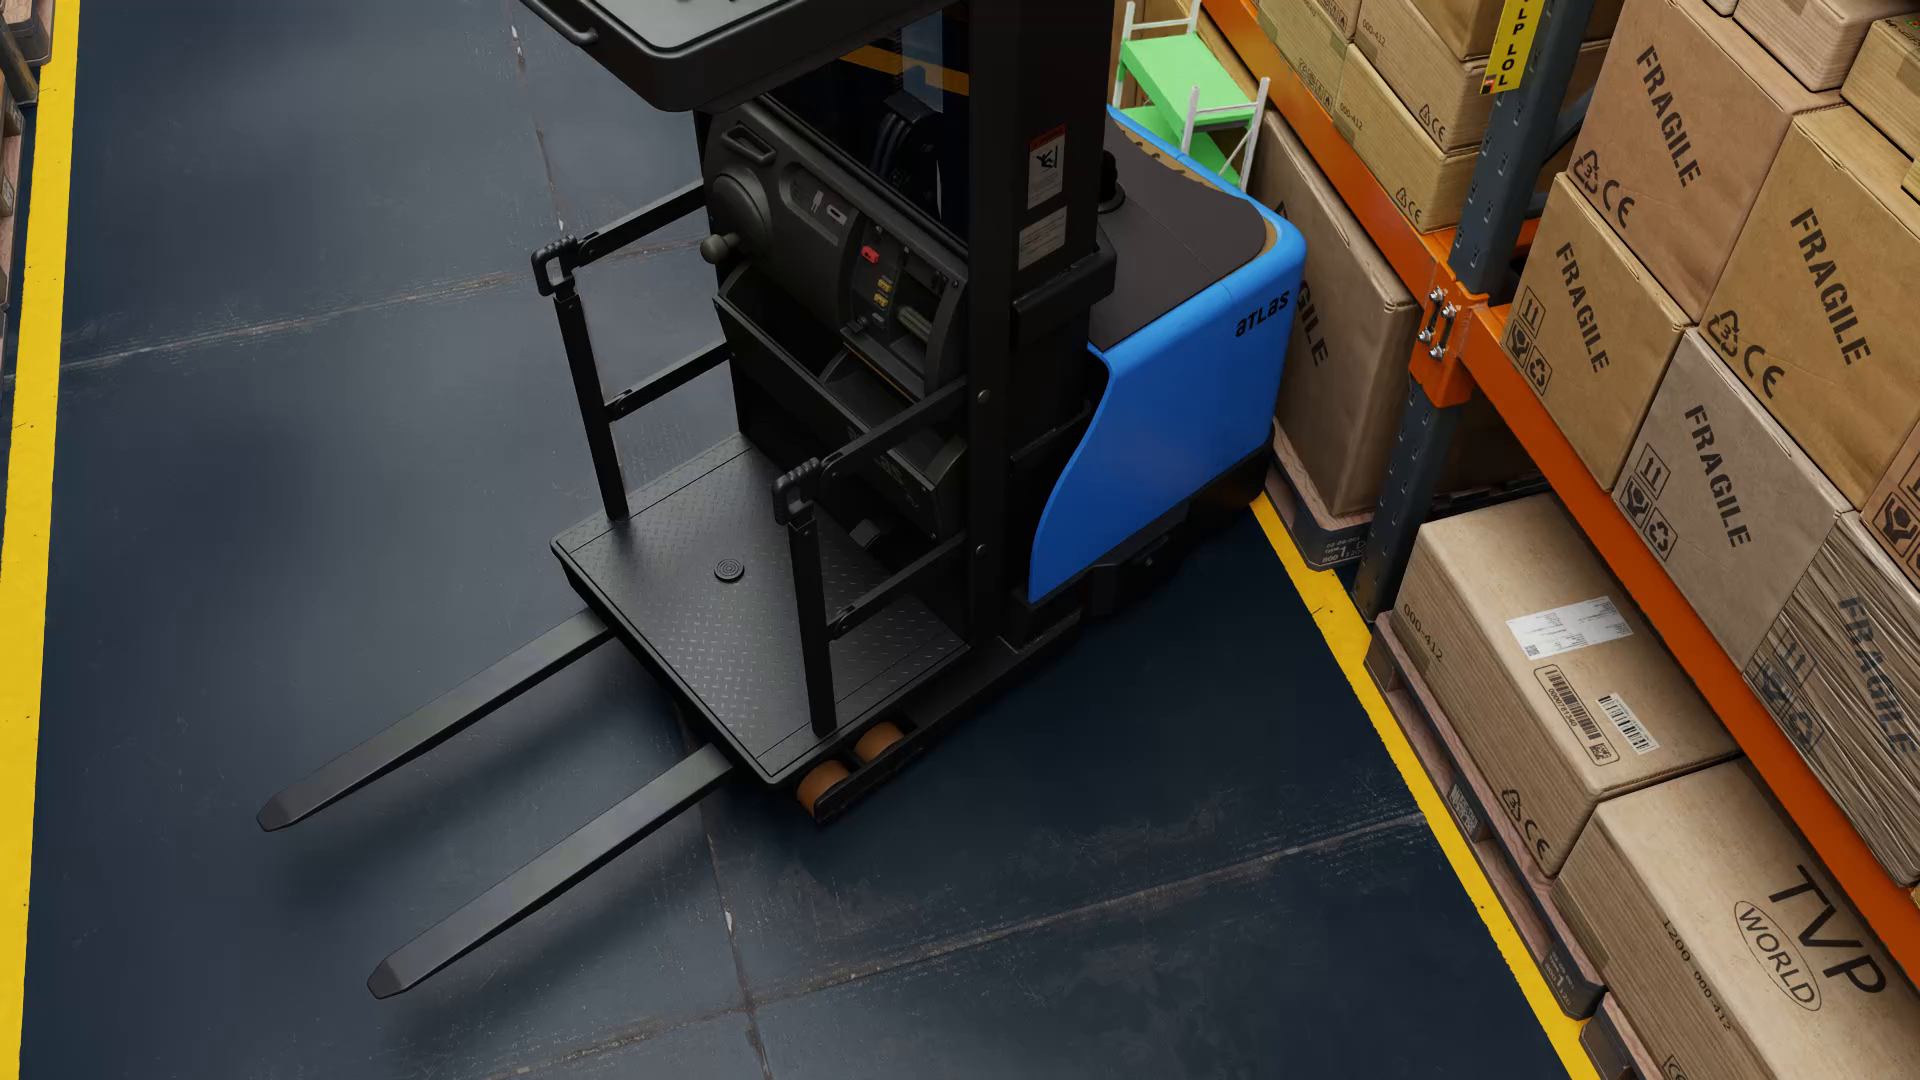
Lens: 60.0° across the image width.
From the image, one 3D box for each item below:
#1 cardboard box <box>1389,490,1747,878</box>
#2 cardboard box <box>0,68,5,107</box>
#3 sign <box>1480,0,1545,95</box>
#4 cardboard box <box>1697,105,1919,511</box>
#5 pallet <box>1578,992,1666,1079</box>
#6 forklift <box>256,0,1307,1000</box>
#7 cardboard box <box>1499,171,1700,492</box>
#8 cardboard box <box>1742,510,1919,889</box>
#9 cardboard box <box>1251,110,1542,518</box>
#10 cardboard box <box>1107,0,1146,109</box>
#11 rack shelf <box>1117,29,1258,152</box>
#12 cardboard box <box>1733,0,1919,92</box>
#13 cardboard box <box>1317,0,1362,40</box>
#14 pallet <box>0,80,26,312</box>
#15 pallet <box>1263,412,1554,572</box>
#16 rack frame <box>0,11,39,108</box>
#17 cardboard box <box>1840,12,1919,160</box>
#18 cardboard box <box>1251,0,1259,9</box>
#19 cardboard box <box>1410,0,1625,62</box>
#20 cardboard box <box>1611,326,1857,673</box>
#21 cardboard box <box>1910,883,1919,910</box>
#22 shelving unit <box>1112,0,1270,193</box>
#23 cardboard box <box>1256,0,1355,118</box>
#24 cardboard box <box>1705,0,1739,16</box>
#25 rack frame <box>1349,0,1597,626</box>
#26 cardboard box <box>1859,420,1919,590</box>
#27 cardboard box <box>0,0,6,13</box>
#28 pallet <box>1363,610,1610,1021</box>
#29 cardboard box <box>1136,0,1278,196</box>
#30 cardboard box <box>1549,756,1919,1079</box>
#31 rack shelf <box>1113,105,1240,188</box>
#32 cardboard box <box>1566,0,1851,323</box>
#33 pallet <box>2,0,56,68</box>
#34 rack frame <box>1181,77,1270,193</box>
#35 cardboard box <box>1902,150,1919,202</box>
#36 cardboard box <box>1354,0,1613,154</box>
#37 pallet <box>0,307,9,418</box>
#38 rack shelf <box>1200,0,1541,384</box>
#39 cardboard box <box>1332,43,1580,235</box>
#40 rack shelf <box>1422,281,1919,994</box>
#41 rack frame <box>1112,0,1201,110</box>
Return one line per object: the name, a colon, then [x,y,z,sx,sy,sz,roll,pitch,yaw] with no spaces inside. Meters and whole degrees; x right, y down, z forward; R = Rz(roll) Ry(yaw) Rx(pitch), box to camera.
cardboard box: [1.775,0.309,4.429,0.875,0.438,0.875,-14,51,-12]
cardboard box: [-3.901,-1.731,6.107,0.500,0.500,0.500,-12,51,-10]
sign: [1.177,-1.083,3.495,0.100,0.325,0.005,-13,51,-11]
cardboard box: [1.745,-0.446,2.945,0.500,0.500,0.500,-14,51,-11]
pallet: [2.207,1.500,3.848,1.003,0.211,1.213,-13,51,-11]
forklift: [-0.475,-0.635,3.868,3.031,2.935,1.130,-33,57,-25]
cardboard box: [1.581,-0.495,3.640,0.500,0.500,0.500,-12,51,-10]
cardboard box: [1.866,0.238,3.022,0.500,0.500,0.500,-13,51,-11]
cardboard box: [1.432,-0.750,5.035,0.875,0.875,0.875,-12,51,-10]
cardboard box: [0.894,-2.061,6.141,0.875,0.875,0.875,-13,51,-11]
rack shelf: [0.686,-1.348,5.034,0.258,0.148,0.480,-11,48,-15]
cardboard box: [1.629,-0.955,2.950,0.380,0.149,0.250,-13,51,-10]
cardboard box: [1.174,-1.608,4.415,0.500,0.250,0.500,-12,51,-10]
pallet: [-4.047,-1.208,6.131,1.003,0.211,1.213,-13,51,-11]
pallet: [1.392,-0.512,5.544,1.003,0.211,1.213,-13,51,-11]
rack frame: [-4.231,-2.661,5.531,1.000,3.000,0.127,-13,51,-11]
cardboard box: [1.744,-0.778,2.801,0.380,0.149,0.250,-14,51,-11]
cardboard box: [1.038,-1.832,4.931,0.500,0.250,0.500,-15,51,-12]
cardboard box: [1.320,-1.489,3.824,0.500,0.500,0.500,-12,51,-10]
cardboard box: [1.726,-0.127,3.329,0.500,0.500,0.500,-13,51,-11]
cardboard box: [2.019,0.614,2.705,0.500,0.500,0.500,-12,51,-10]
shelving unit: [0.660,-1.061,5.335,0.258,1.200,0.503,-11,48,-15]
cardboard box: [1.169,-1.459,4.616,0.500,0.250,0.500,-14,51,-11]
cardboard box: [1.537,-1.139,3.105,0.380,0.149,0.250,-14,51,-12]
rack frame: [1.692,-0.865,4.017,1.000,3.000,0.127,-13,51,-11]
cardboard box: [1.886,-0.070,2.627,0.500,0.500,0.500,-12,51,-10]
cardboard box: [-4.403,-2.490,6.665,0.875,0.625,0.625,-12,51,-10]
pallet: [1.842,0.607,4.600,1.003,0.211,1.213,-13,51,-11]
cardboard box: [1.158,-1.408,5.590,0.875,0.875,0.875,-12,51,-10]
cardboard box: [2.040,0.962,3.878,0.875,0.438,0.875,-15,51,-12]
rack shelf: [0.671,-1.182,5.208,0.258,0.148,0.480,-11,48,-15]
cardboard box: [1.601,-0.817,3.257,0.500,0.500,0.500,-13,51,-11]
pallet: [-4.438,-2.372,7.112,1.003,0.211,1.213,-13,51,-11]
rack frame: [0.736,-0.890,5.178,0.240,1.200,0.015,-11,48,-15]
cardboard box: [1.759,-0.583,2.636,0.380,0.149,0.250,-14,51,-11]
cardboard box: [1.329,-1.244,4.108,0.500,0.250,0.500,-13,51,-11]
pallet: [-3.690,-0.319,5.381,1.003,0.211,1.213,-13,51,-11]
rack shelf: [1.101,-2.094,5.524,1.077,0.370,4.000,-13,51,-11]
cardboard box: [1.319,-1.087,4.303,0.500,0.250,0.500,-14,51,-12]
rack shelf: [2.283,0.828,3.061,1.077,0.370,4.000,-13,51,-11]
rack frame: [0.584,-1.232,5.491,0.240,1.200,0.015,-11,48,-15]
